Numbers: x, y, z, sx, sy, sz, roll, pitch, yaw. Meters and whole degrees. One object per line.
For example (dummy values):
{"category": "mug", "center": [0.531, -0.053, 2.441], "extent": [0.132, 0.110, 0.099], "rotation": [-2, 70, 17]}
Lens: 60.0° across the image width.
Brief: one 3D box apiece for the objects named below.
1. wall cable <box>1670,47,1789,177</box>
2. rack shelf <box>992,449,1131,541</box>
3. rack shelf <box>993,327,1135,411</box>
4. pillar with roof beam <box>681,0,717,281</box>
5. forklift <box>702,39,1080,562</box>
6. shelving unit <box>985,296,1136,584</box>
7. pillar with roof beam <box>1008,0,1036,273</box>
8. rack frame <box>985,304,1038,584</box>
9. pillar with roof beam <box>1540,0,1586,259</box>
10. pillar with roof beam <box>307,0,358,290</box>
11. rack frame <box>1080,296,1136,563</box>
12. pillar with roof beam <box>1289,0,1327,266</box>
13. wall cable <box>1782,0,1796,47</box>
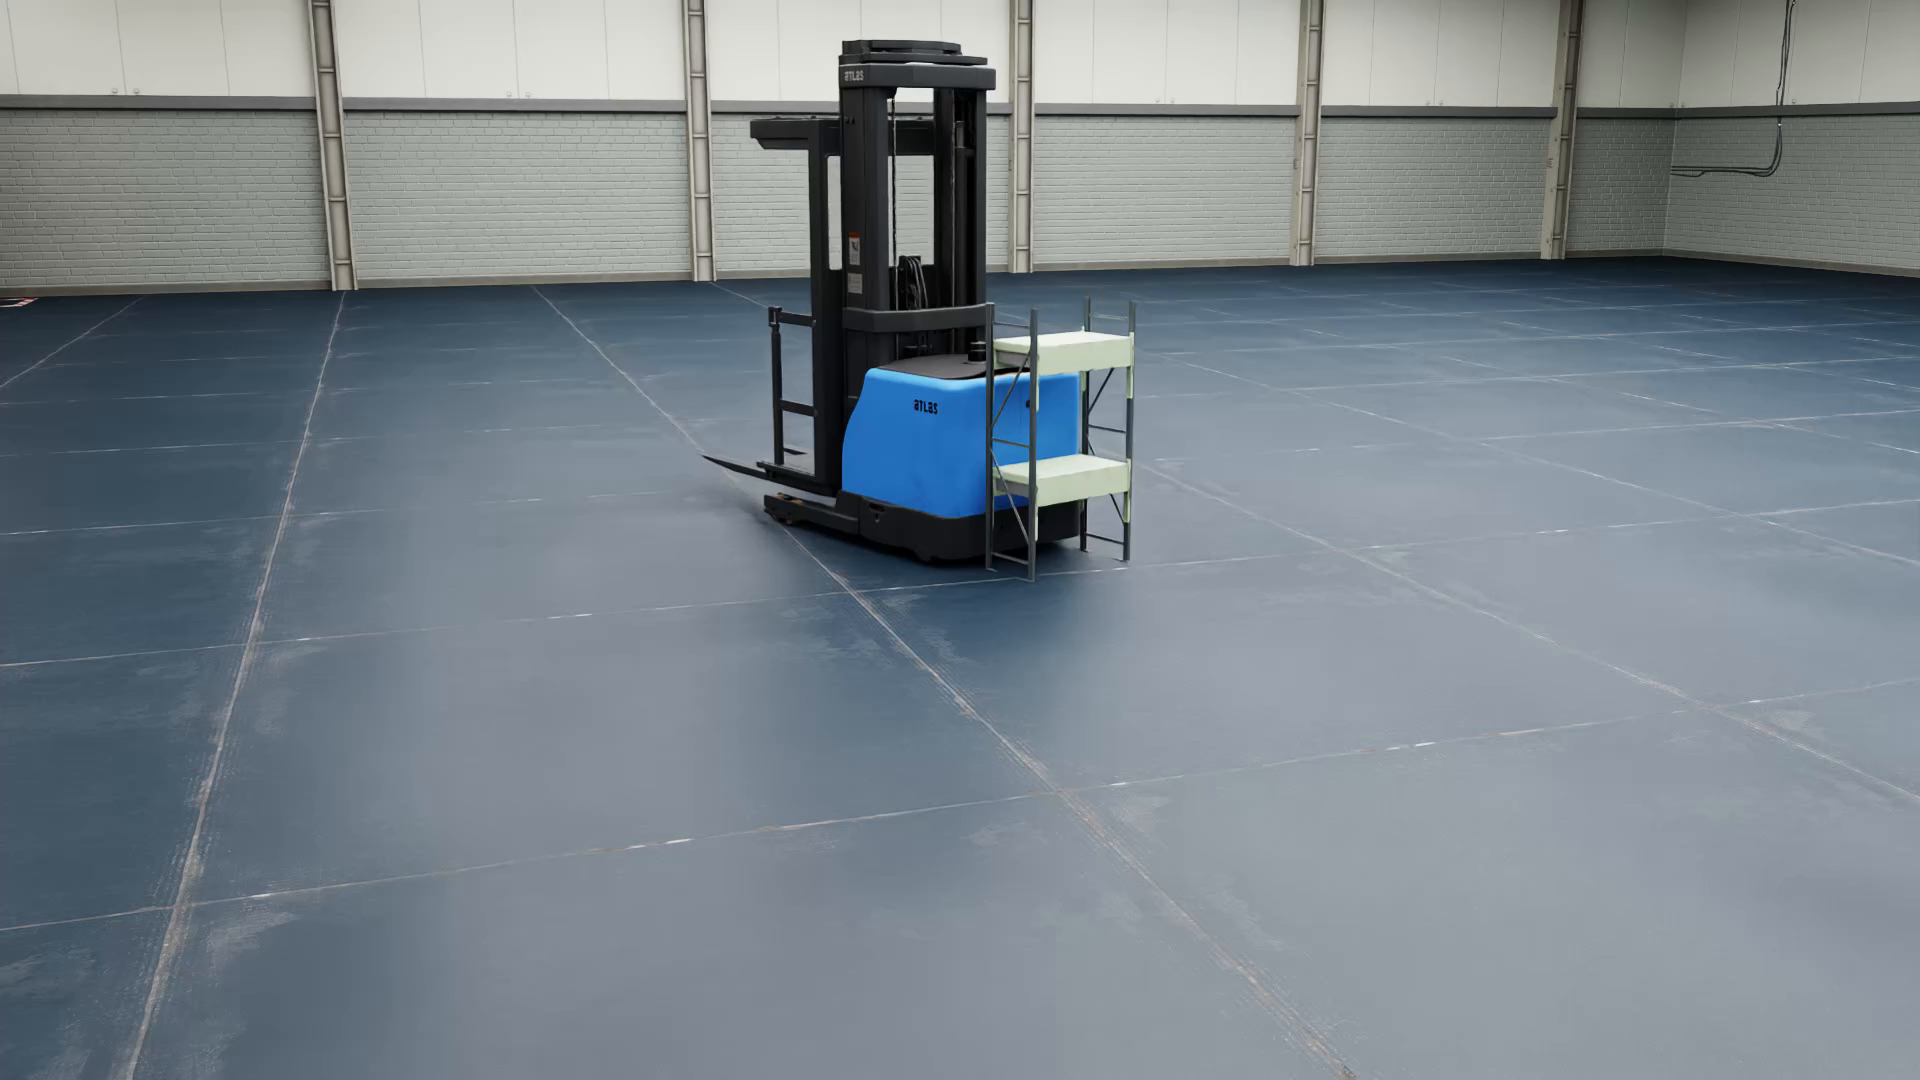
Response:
{"category": "wall cable", "center": [15.725, -8.738, 34.143], "extent": [0.112, 2.526, 3.097], "rotation": [-4, 14, -18]}
{"category": "rack shelf", "center": [0.562, -0.263, 9.417], "extent": [0.720, 0.370, 0.431], "rotation": [-11, 17, -38]}
{"category": "rack shelf", "center": [0.562, -0.960, 9.251], "extent": [0.720, 0.370, 0.431], "rotation": [-11, 17, -38]}
{"category": "pillar with roof beam", "center": [-3.176, -8.049, 24.535], "extent": [0.400, 9.000, 9.100], "rotation": [-4, 14, -18]}
{"category": "forklift", "center": [-0.603, -1.582, 10.462], "extent": [1.130, 2.935, 3.031], "rotation": [-11, 17, -38]}
{"category": "shelving unit", "center": [0.562, -0.580, 9.341], "extent": [0.755, 1.500, 0.431], "rotation": [-11, 17, -38]}
{"category": "pillar with roof beam", "center": [2.511, -8.492, 26.396], "extent": [0.400, 9.000, 9.100], "rotation": [-4, 14, -18]}
{"category": "rack frame", "center": [0.278, -0.527, 9.117], "extent": [0.023, 1.500, 0.400], "rotation": [-11, 17, -38]}
{"category": "pillar with roof beam", "center": [13.884, -9.377, 30.120], "extent": [0.400, 9.000, 9.100], "rotation": [-4, 14, -18]}
{"category": "pillar with roof beam", "center": [-8.862, -7.606, 22.673], "extent": [0.400, 9.000, 9.100], "rotation": [-4, 14, -18]}
{"category": "rack frame", "center": [0.846, -0.634, 9.566], "extent": [0.023, 1.500, 0.400], "rotation": [-11, 17, -38]}
{"category": "pillar with roof beam", "center": [8.198, -8.935, 28.258], "extent": [0.400, 9.000, 9.100], "rotation": [-4, 14, -18]}
{"category": "wall cable", "center": [16.588, -10.602, 31.064], "extent": [0.112, 2.526, 3.097], "rotation": [-4, 14, -18]}
